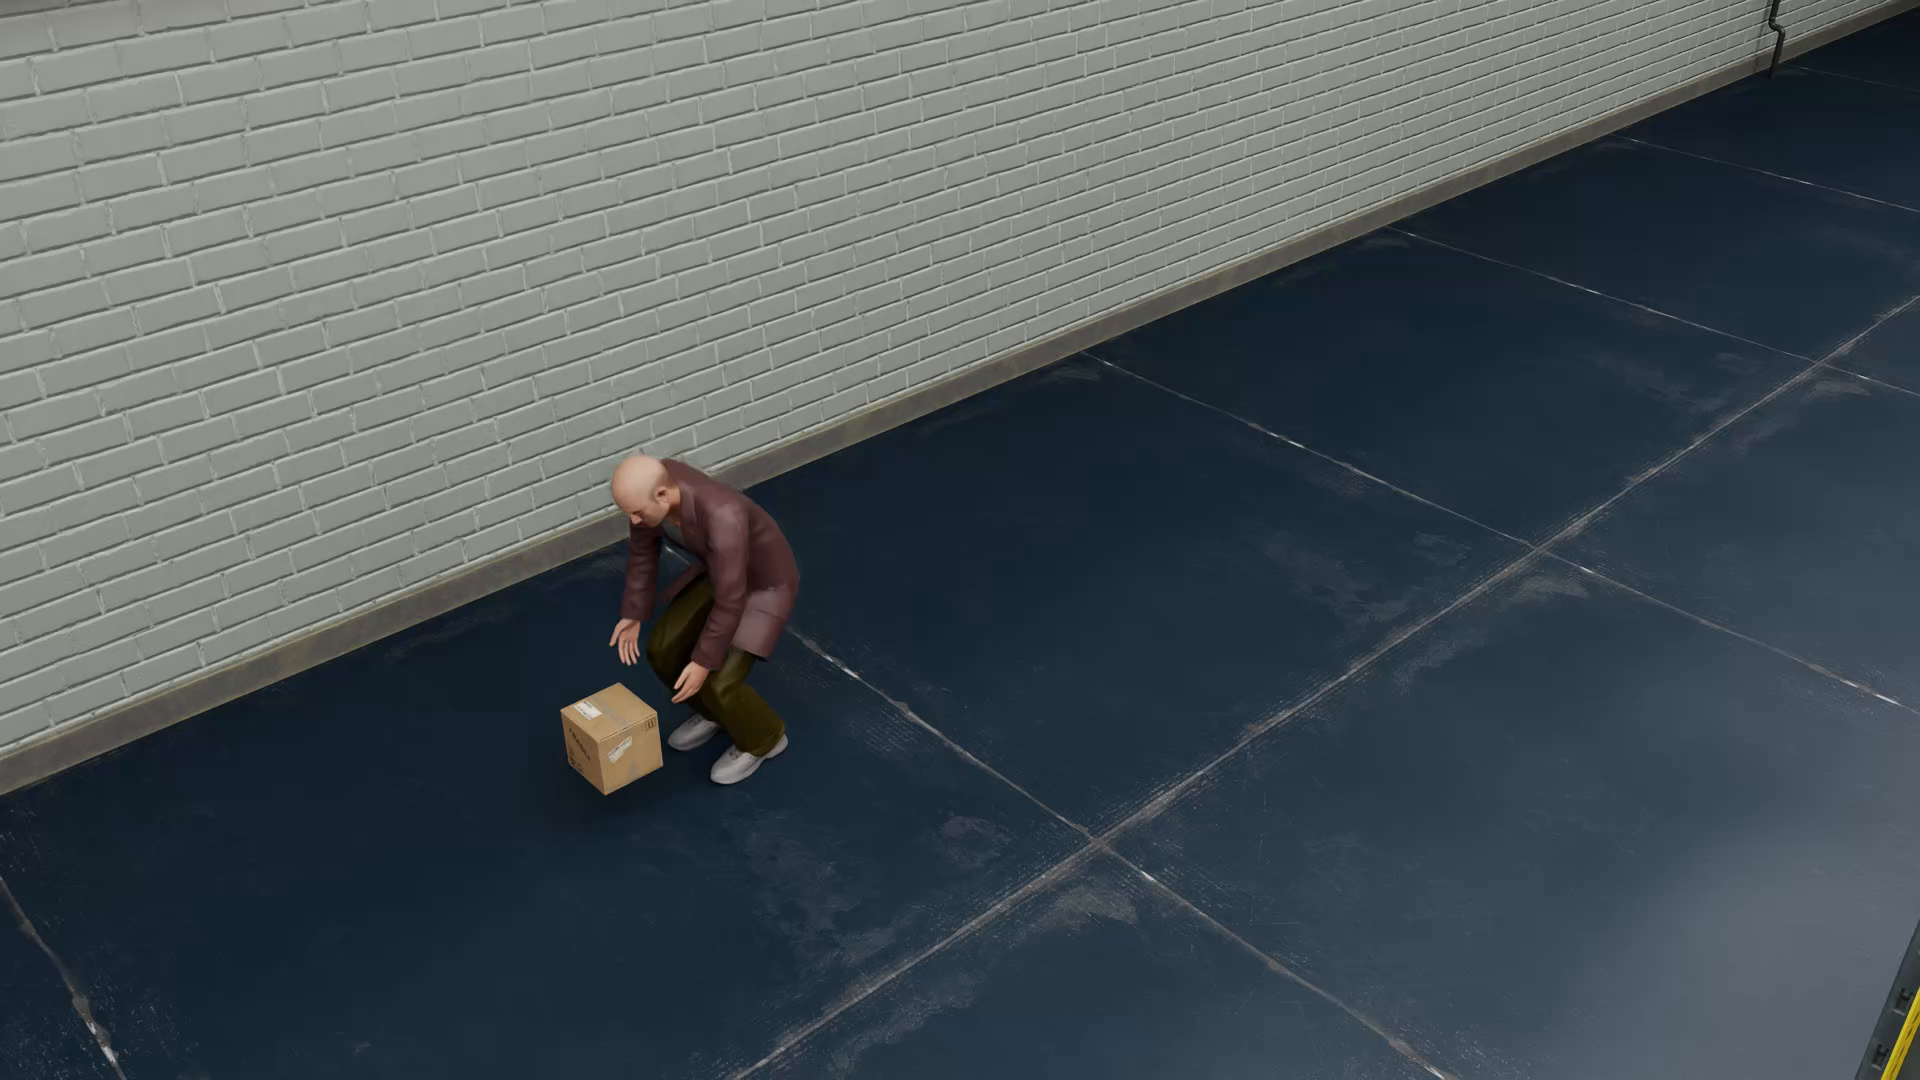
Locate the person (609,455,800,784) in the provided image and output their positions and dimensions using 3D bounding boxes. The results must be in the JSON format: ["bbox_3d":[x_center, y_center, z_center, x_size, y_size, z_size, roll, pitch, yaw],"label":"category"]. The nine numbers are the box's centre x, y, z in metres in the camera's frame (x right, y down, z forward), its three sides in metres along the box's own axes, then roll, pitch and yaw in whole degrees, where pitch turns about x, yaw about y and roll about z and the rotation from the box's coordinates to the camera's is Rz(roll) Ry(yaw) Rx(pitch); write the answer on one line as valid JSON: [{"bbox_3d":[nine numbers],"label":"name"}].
[{"bbox_3d":[-0.904,0.237,6.104,0.718,1.425,0.632,-26,40,-35],"label":"person"}]
